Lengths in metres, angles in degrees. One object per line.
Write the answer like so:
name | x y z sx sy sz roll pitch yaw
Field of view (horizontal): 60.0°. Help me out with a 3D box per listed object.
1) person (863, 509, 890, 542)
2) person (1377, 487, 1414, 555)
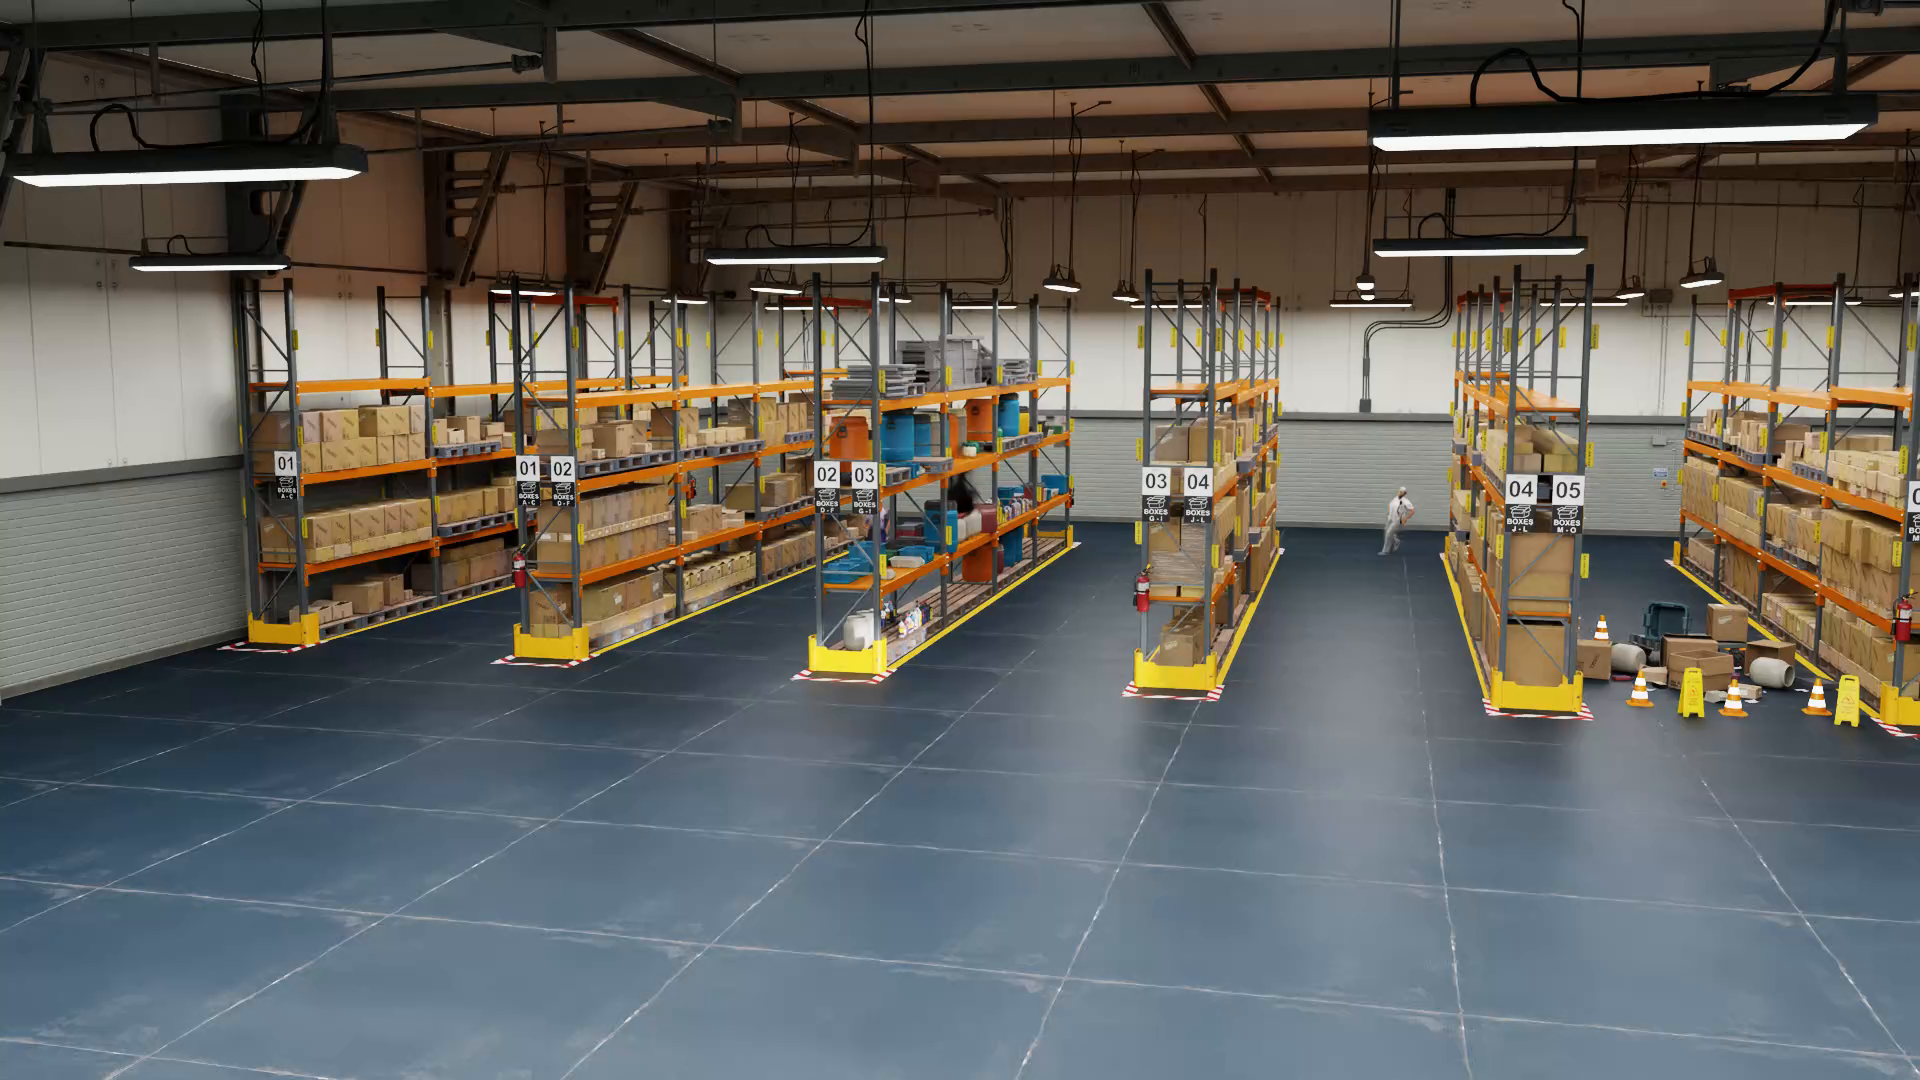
person | -1.777 -0.074 35.746 0.607 1.627 0.840 0 7 2
person | 10.162 -0.438 38.752 0.750 1.599 0.677 -3 8 -27
